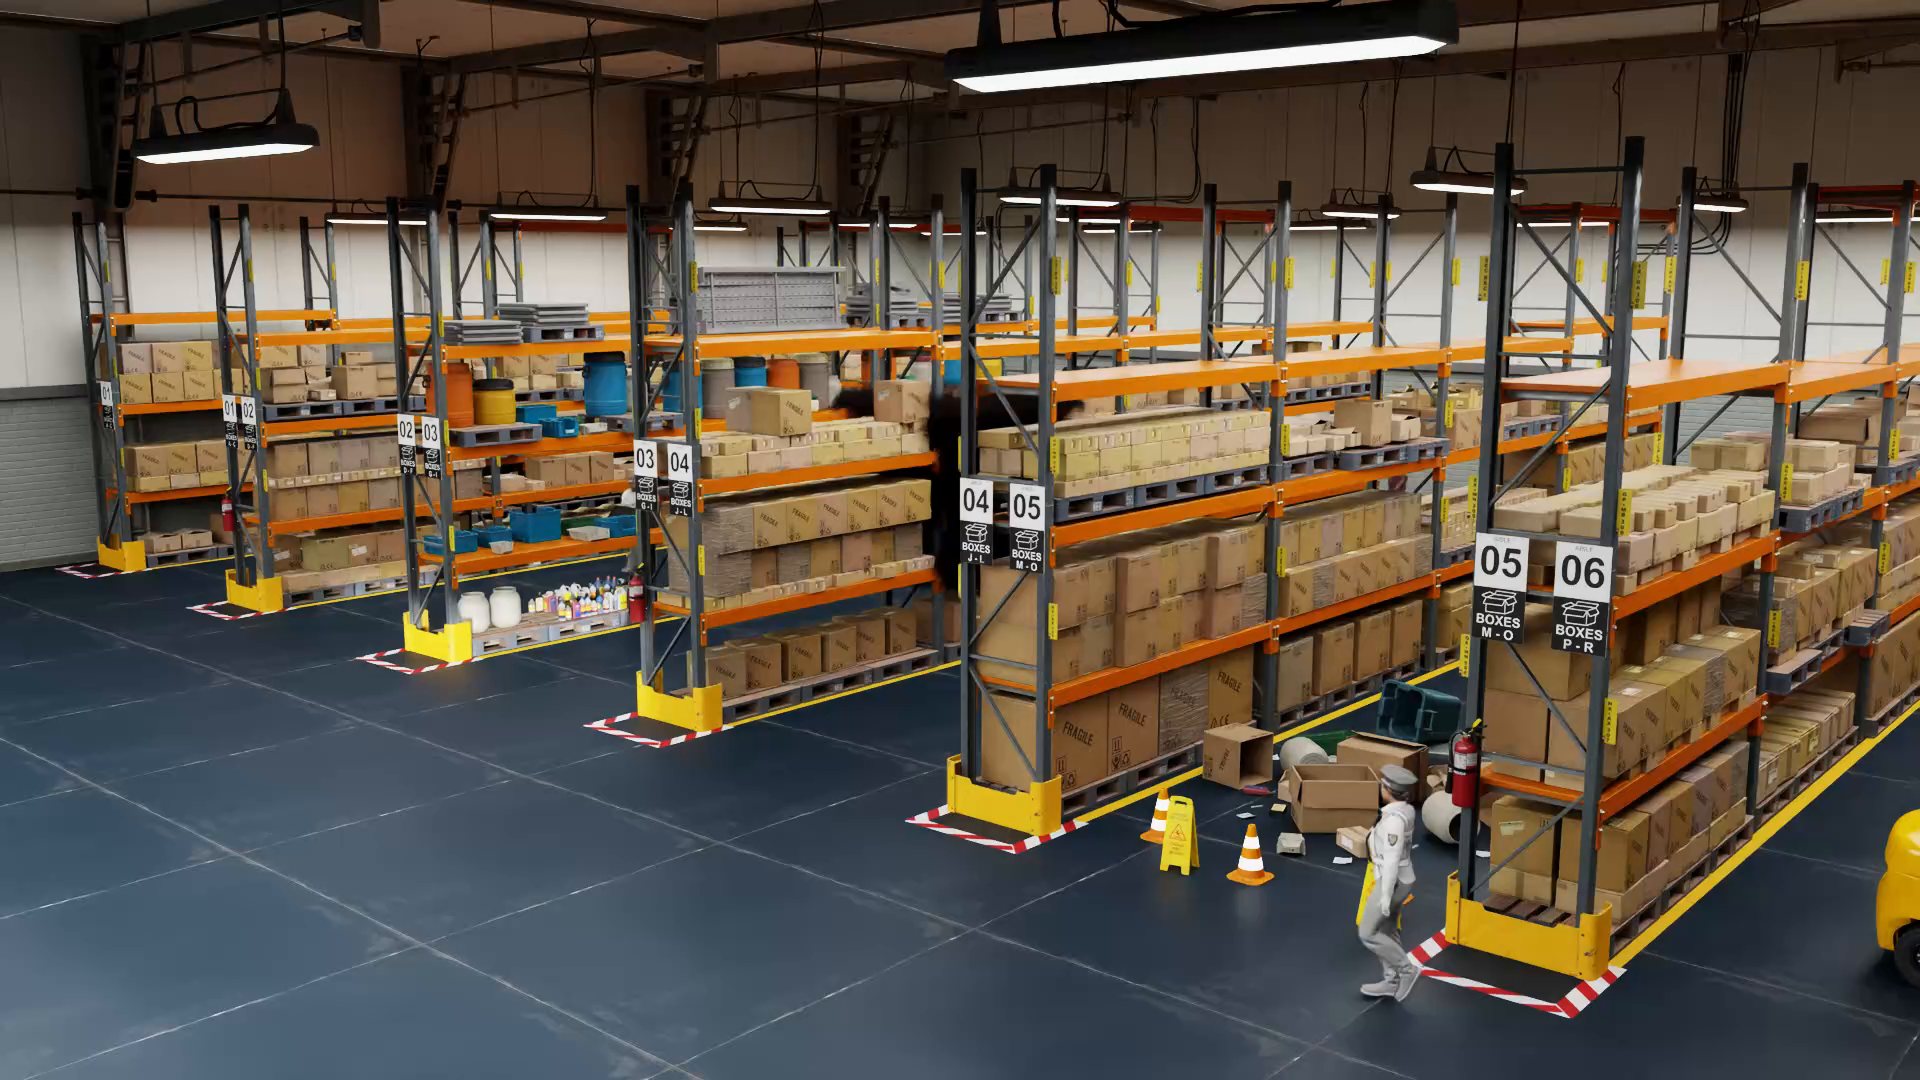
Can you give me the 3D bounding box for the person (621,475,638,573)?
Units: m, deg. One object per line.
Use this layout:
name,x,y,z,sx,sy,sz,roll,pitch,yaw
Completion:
person,-5.494,-0.296,28.111,0.426,1.636,0.950,5,11,29

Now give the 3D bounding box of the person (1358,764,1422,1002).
person,3.023,2.413,11.648,0.447,1.679,0.497,2,10,11

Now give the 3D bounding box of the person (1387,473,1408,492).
person,8.162,-0.815,31.444,1.120,1.524,0.643,0,9,1

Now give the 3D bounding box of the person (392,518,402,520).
person,-10.068,-0.541,29.669,0.552,1.714,0.399,-3,10,-20
